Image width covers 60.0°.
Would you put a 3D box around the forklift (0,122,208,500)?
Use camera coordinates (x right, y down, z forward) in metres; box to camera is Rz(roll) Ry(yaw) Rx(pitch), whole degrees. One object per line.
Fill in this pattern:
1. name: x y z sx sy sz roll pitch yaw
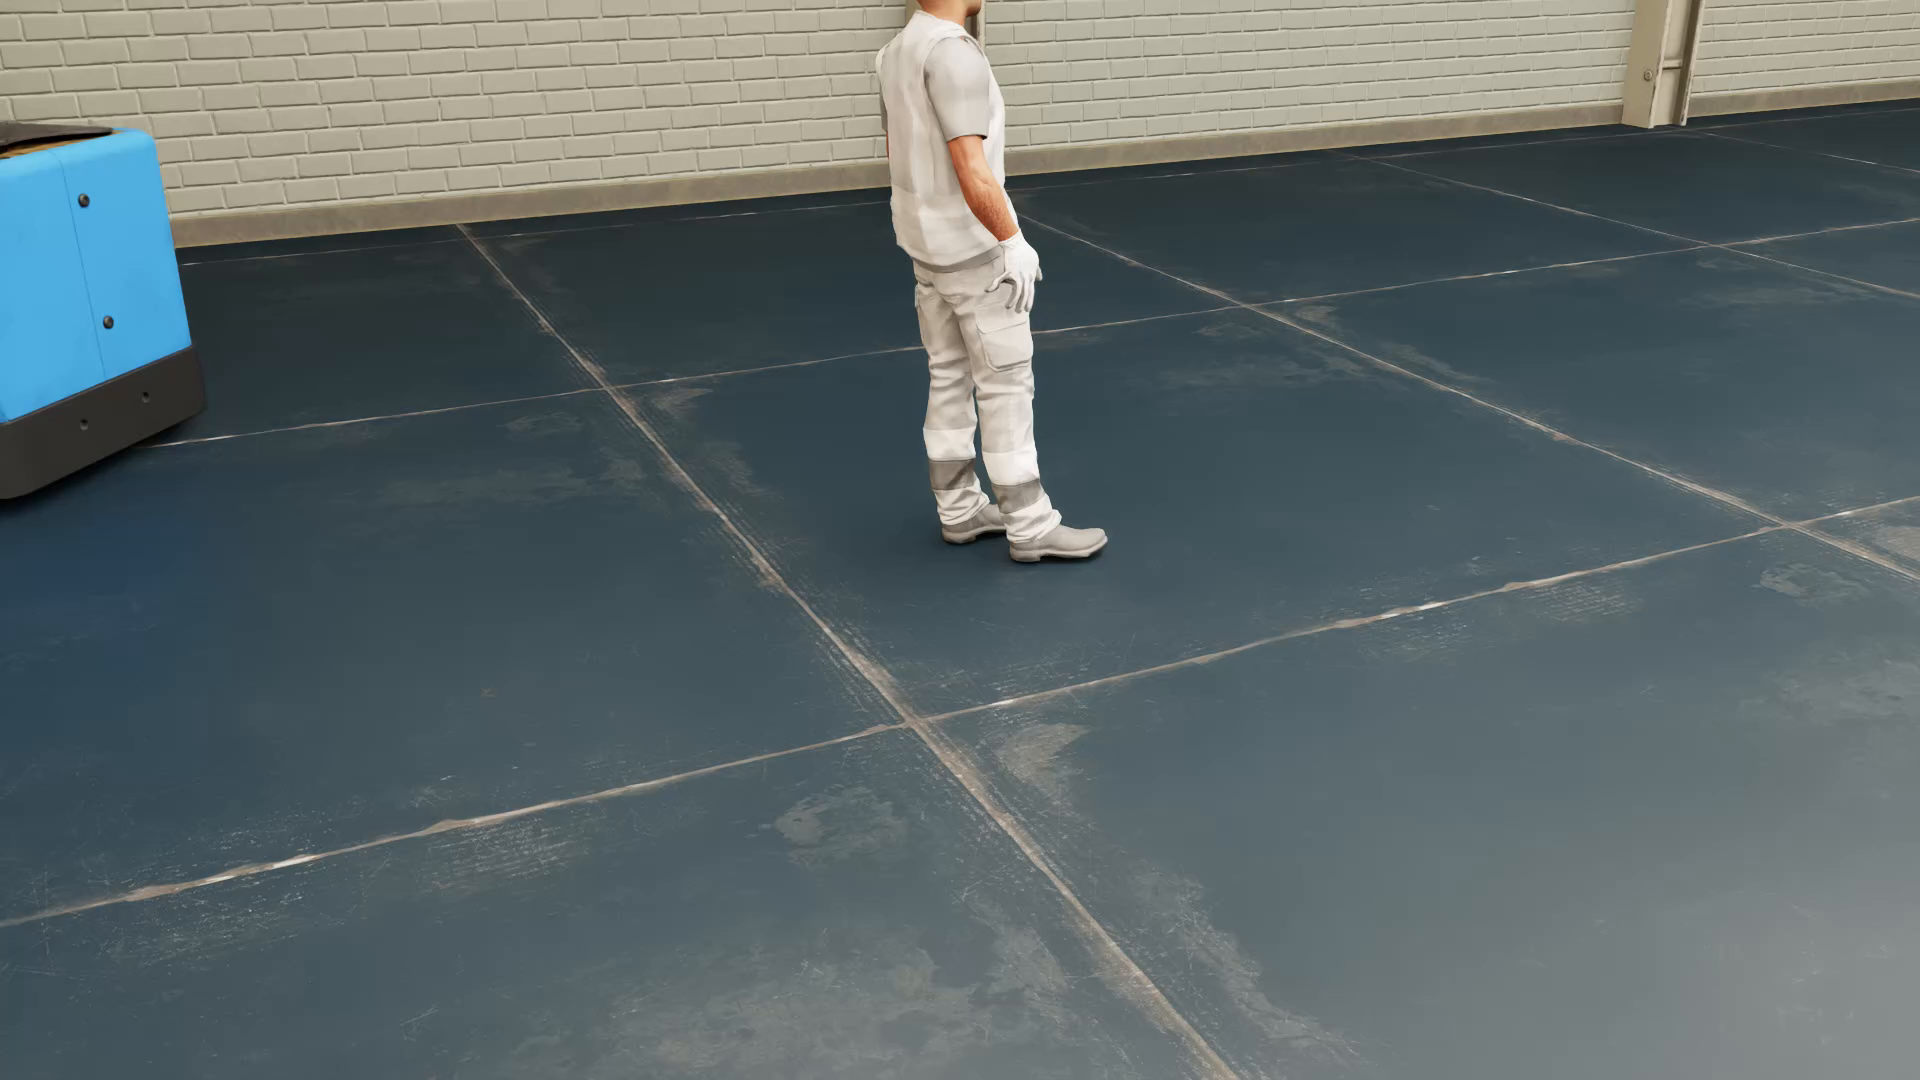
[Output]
1. forklift: -4.323 -1.731 5.454 3.031 2.935 1.130 5 23 12

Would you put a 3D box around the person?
1. person: 0.078 -0.842 4.781 0.564 1.787 0.637 -10 25 -23
